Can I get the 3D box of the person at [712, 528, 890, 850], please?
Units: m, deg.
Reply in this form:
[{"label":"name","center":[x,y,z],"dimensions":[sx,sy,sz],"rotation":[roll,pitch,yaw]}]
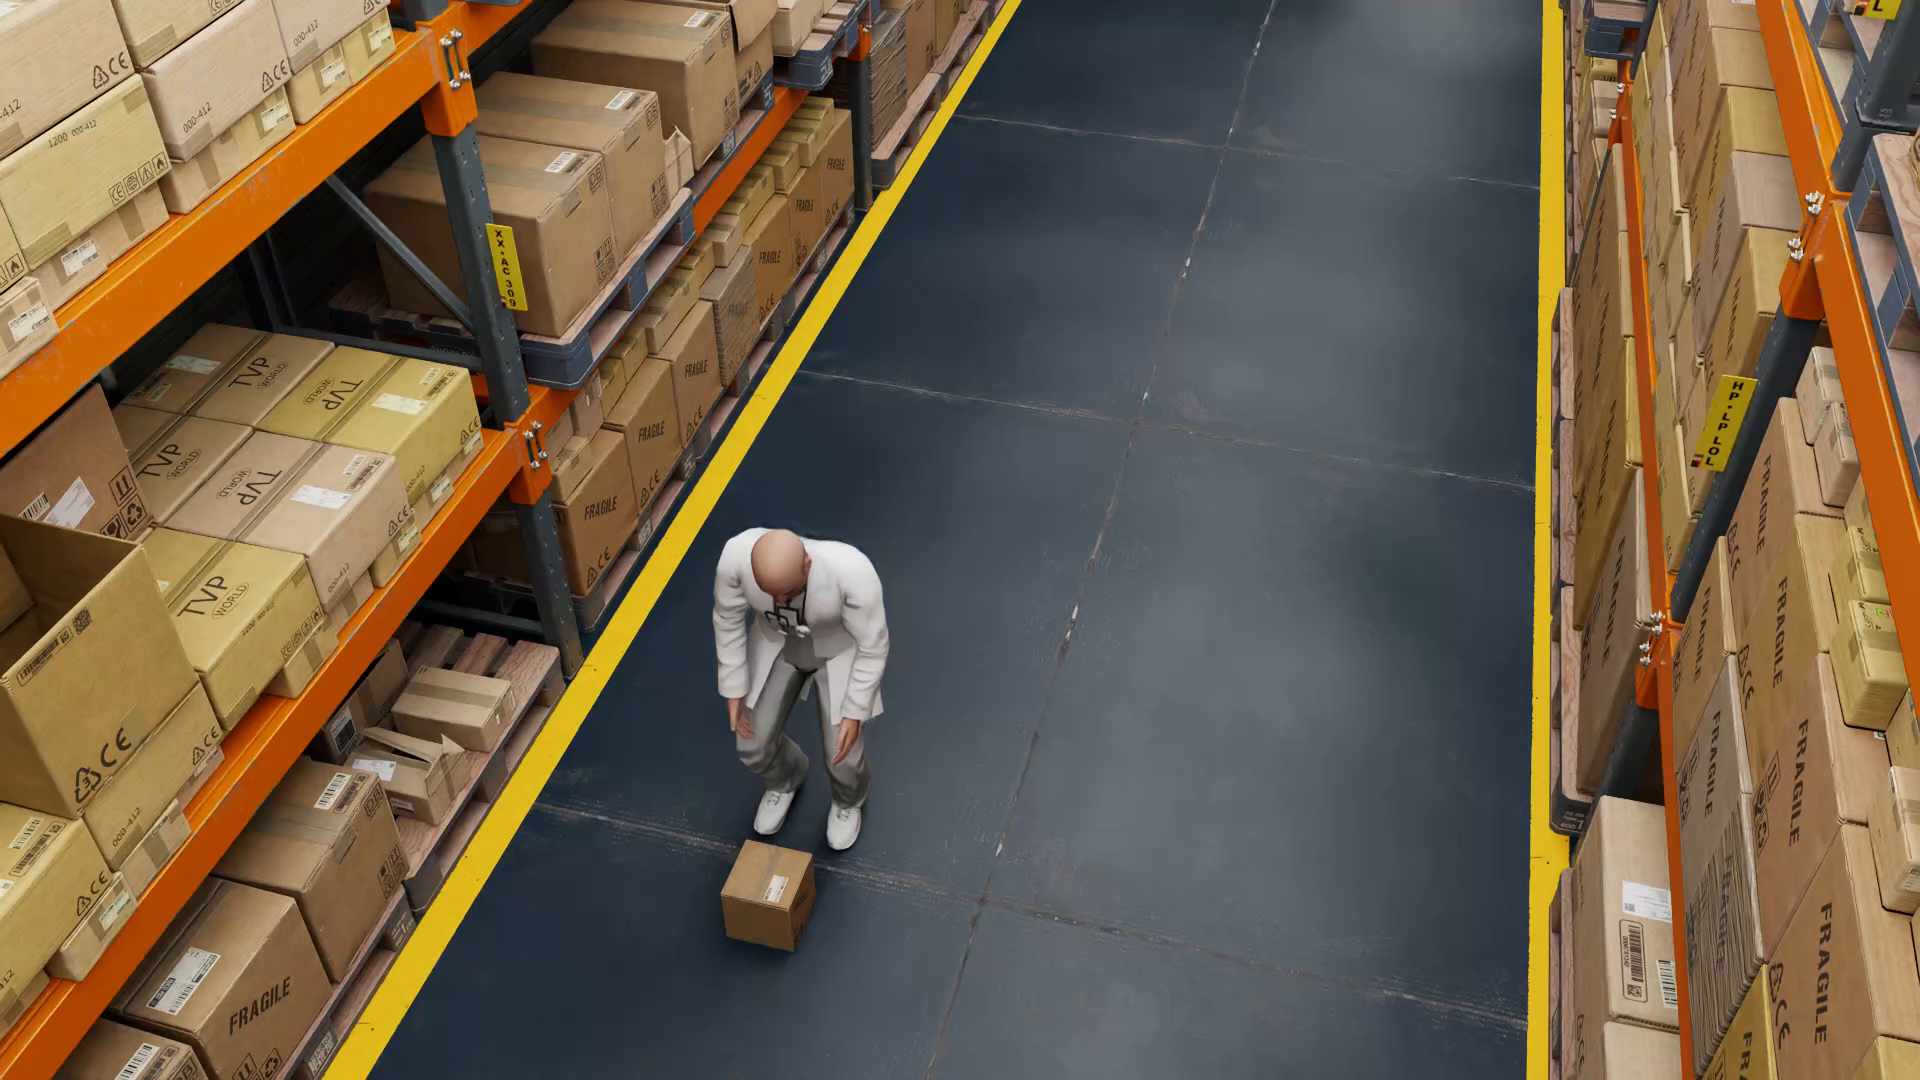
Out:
[{"label":"person","center":[-0.525,0.458,5.812],"dimensions":[0.626,1.552,0.613],"rotation":[10,42,12]}]
